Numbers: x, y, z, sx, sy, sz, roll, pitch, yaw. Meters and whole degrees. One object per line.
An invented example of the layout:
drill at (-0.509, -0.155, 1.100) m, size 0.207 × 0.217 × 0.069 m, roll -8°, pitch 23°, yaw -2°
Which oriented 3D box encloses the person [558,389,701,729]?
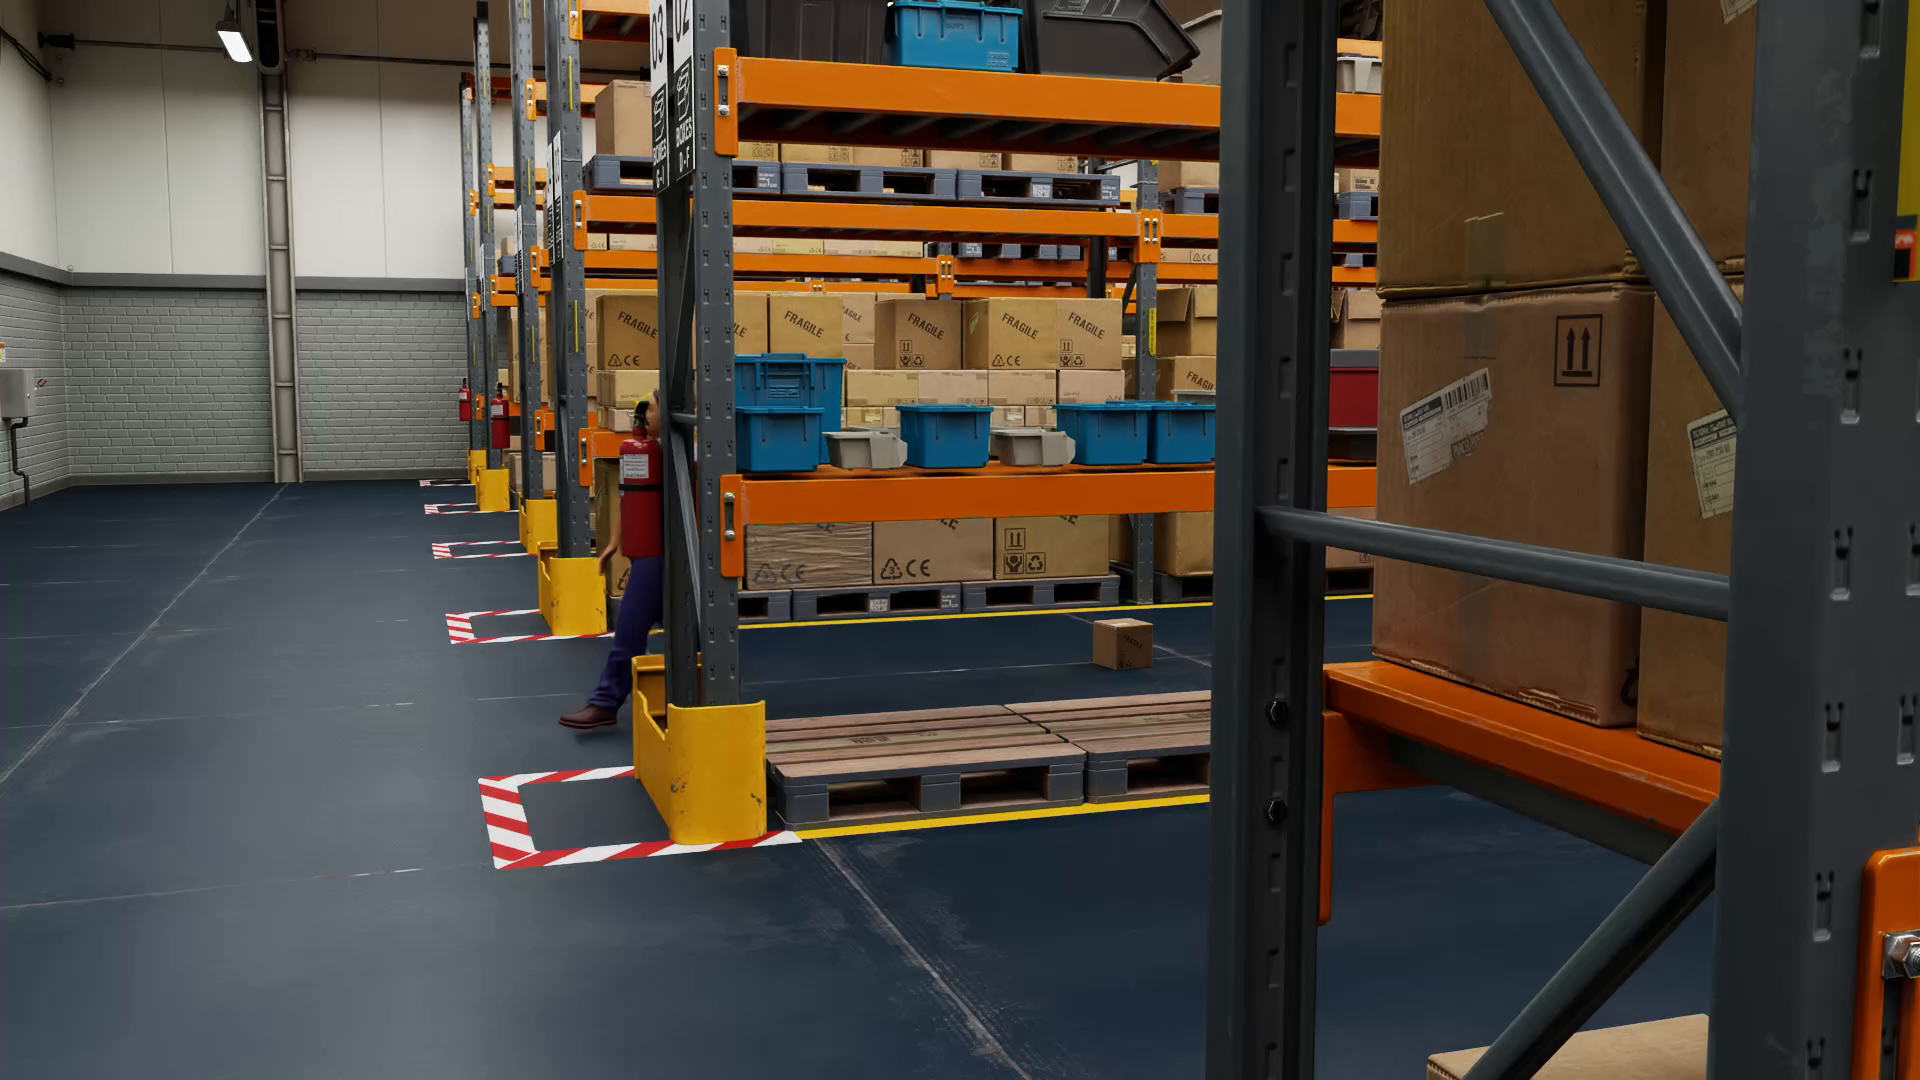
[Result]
person at (-1.508, 0.060, 8.007) m, size 1.008 × 1.583 × 0.511 m, roll -4°, pitch 7°, yaw -32°
